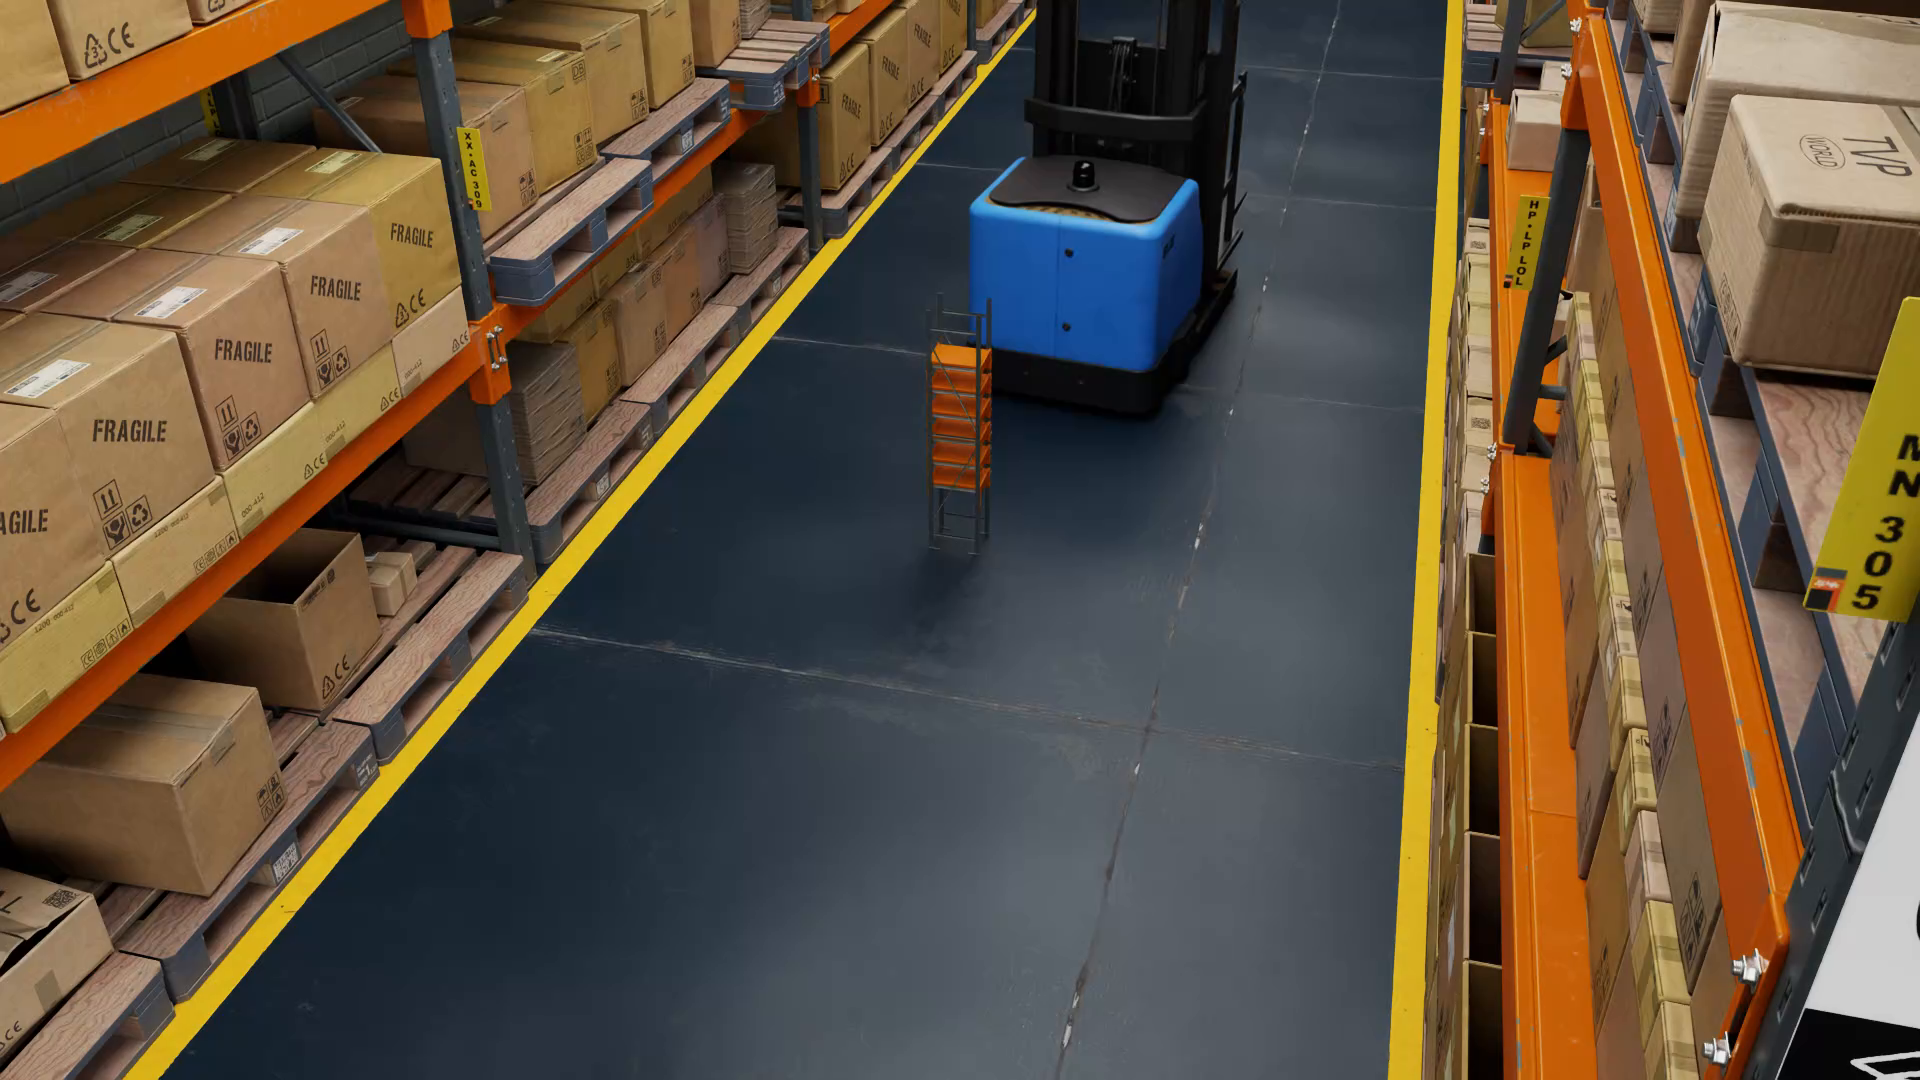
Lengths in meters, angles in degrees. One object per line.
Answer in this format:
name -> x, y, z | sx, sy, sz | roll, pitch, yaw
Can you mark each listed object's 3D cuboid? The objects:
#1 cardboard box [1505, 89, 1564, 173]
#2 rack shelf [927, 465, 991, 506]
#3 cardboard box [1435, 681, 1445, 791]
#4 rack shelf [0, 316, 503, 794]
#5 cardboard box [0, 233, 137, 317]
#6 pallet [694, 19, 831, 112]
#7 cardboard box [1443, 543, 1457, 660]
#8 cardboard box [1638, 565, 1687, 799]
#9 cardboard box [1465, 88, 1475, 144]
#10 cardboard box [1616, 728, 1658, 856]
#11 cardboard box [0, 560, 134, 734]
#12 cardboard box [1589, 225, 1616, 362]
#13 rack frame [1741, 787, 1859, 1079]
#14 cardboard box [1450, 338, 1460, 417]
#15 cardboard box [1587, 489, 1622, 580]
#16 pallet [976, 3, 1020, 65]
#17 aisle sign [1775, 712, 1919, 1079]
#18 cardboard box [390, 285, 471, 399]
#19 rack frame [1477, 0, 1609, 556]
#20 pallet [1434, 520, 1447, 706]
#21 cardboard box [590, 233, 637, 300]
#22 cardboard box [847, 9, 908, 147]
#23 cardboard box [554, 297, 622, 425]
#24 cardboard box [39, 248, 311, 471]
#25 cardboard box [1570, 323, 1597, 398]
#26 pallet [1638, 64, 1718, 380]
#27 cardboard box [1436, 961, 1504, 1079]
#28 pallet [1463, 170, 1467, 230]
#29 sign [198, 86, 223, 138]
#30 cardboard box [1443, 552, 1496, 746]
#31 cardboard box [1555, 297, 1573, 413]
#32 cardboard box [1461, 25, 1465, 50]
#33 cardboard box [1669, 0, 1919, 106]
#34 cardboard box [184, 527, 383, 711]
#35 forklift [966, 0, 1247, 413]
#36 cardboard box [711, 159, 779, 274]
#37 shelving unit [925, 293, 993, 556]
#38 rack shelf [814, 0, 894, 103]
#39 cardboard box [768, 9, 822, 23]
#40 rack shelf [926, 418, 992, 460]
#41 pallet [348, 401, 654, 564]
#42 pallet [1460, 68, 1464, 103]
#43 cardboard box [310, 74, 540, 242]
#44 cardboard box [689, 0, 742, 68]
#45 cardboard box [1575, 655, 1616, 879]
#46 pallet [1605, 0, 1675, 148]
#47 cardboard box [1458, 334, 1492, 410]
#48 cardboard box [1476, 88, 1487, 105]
cardboard box -> 2.999, -2.054, 8.268 | 0.500, 0.311, 0.500 | 8, 33, 12
rack shelf -> -0.004, -0.259, 7.569 | 0.258, 0.103, 0.180 | 8, 33, 12
cardboard box -> 1.988, 0.729, 5.979 | 0.500, 0.250, 0.500 | 8, 33, 12
rack shelf -> -2.901, 0.215, 5.286 | 1.077, 0.370, 4.000 | 8, 33, 12
cardboard box -> -2.982, -0.646, 5.393 | 0.500, 0.500, 0.500 | 9, 34, 14
pallet -> -1.457, -2.736, 9.437 | 1.213, 0.211, 1.003 | 8, 33, 12
cardboard box -> 2.223, 0.275, 6.693 | 0.500, 0.250, 0.500 | 8, 33, 12
cardboard box -> 1.783, 0.229, 3.291 | 0.700, 0.500, 0.500 | 8, 33, 13
cardboard box -> 3.812, -2.981, 11.564 | 0.500, 0.500, 0.500 | 8, 33, 13
cardboard box -> 1.558, 0.547, 3.396 | 0.380, 0.149, 0.250 | 9, 34, 14
cardboard box -> -2.725, 0.260, 4.667 | 0.500, 0.250, 0.500 | 8, 33, 12
cardboard box -> 2.292, -0.812, 4.929 | 0.700, 0.500, 0.500 | 8, 33, 13
rack frame -> 1.383, 1.622, 2.402 | 1.000, 3.000, 0.127 | 8, 33, 12
cardboard box -> 2.744, -0.783, 8.357 | 0.500, 0.250, 0.500 | 7, 33, 11
cardboard box -> 1.820, 0.013, 4.236 | 0.380, 0.149, 0.250 | 7, 33, 11
pallet -> -0.095, -4.485, 14.608 | 1.003, 0.211, 1.213 | 8, 33, 12
aisle sign -> 1.083, 0.519, 1.714 | 0.394, 0.787, 0.004 | 8, 33, 12
cardboard box -> -2.221, -0.784, 6.309 | 0.500, 0.250, 0.500 | 8, 33, 12
rack frame -> 2.399, -0.454, 5.667 | 1.000, 3.000, 0.127 | 8, 33, 12
pallet -> 2.548, 0.336, 7.025 | 1.003, 0.211, 1.213 | 8, 33, 12
cardboard box -> -1.986, -1.457, 8.467 | 0.500, 0.250, 0.500 | 7, 33, 11
cardboard box -> -0.837, -3.289, 11.740 | 0.750, 0.750, 0.750 | 8, 33, 12
cardboard box -> -2.141, -0.916, 8.315 | 0.700, 0.500, 0.500 | 7, 33, 11
cardboard box -> -2.474, -0.581, 5.289 | 0.500, 0.500, 0.500 | 7, 33, 11
cardboard box -> 2.080, -0.526, 5.084 | 0.380, 0.149, 0.250 | 8, 33, 13
pallet -> 1.896, -0.605, 3.192 | 1.003, 0.211, 1.213 | 8, 33, 12
cardboard box -> 1.471, 1.449, 4.147 | 0.500, 0.500, 0.500 | 8, 33, 12
pallet -> 3.951, -2.366, 11.275 | 1.003, 0.211, 1.213 | 8, 33, 12
sign -> -2.932, -1.688, 6.531 | 0.100, 0.325, 0.005 | 8, 33, 12
cardboard box -> 1.978, 0.411, 5.780 | 0.500, 0.500, 0.500 | 8, 33, 12
cardboard box -> 2.481, -0.652, 6.119 | 0.500, 0.250, 0.500 | 10, 34, 15
cardboard box -> 4.336, -4.125, 13.689 | 0.380, 0.149, 0.250 | 8, 33, 12
cardboard box -> 1.859, -1.162, 3.368 | 0.797, 0.503, 0.637 | 12, 34, 18
cardboard box -> -2.619, 0.287, 6.422 | 0.500, 0.500, 0.500 | 6, 33, 9
forklift -> 1.034, -2.678, 9.230 | 1.130, 2.935, 3.031 | 12, 34, 18
cardboard box -> -1.511, -1.952, 9.944 | 0.700, 0.500, 0.500 | 8, 33, 13
shelving unit -> -0.004, -0.499, 7.416 | 0.258, 1.200, 0.189 | 8, 33, 12
rack shelf -> -0.871, -3.936, 11.816 | 1.077, 0.370, 4.000 | 8, 33, 12
cardboard box -> -1.071, -3.243, 10.272 | 0.380, 0.149, 0.250 | 8, 33, 12
rack shelf -> -0.004, -0.461, 7.440 | 0.258, 0.103, 0.180 | 8, 33, 12
pallet -> -2.198, -0.353, 8.109 | 1.003, 0.211, 1.213 | 8, 33, 12
pallet -> 4.604, -3.784, 13.506 | 1.003, 0.211, 1.213 | 8, 33, 12
cardboard box -> -2.232, -1.613, 6.989 | 0.700, 0.500, 0.500 | 8, 33, 13
cardboard box -> -1.604, -2.891, 8.998 | 0.700, 0.500, 0.500 | 5, 33, 8
cardboard box -> 1.905, 0.536, 4.018 | 0.700, 0.500, 0.500 | 9, 34, 14
pallet -> 2.207, -1.236, 4.185 | 1.003, 0.211, 1.213 | 8, 33, 12
cardboard box -> 2.610, -0.746, 7.776 | 0.500, 0.311, 0.500 | 8, 33, 12
cardboard box -> 3.690, -3.055, 10.981 | 0.500, 0.250, 0.500 | 7, 33, 11
